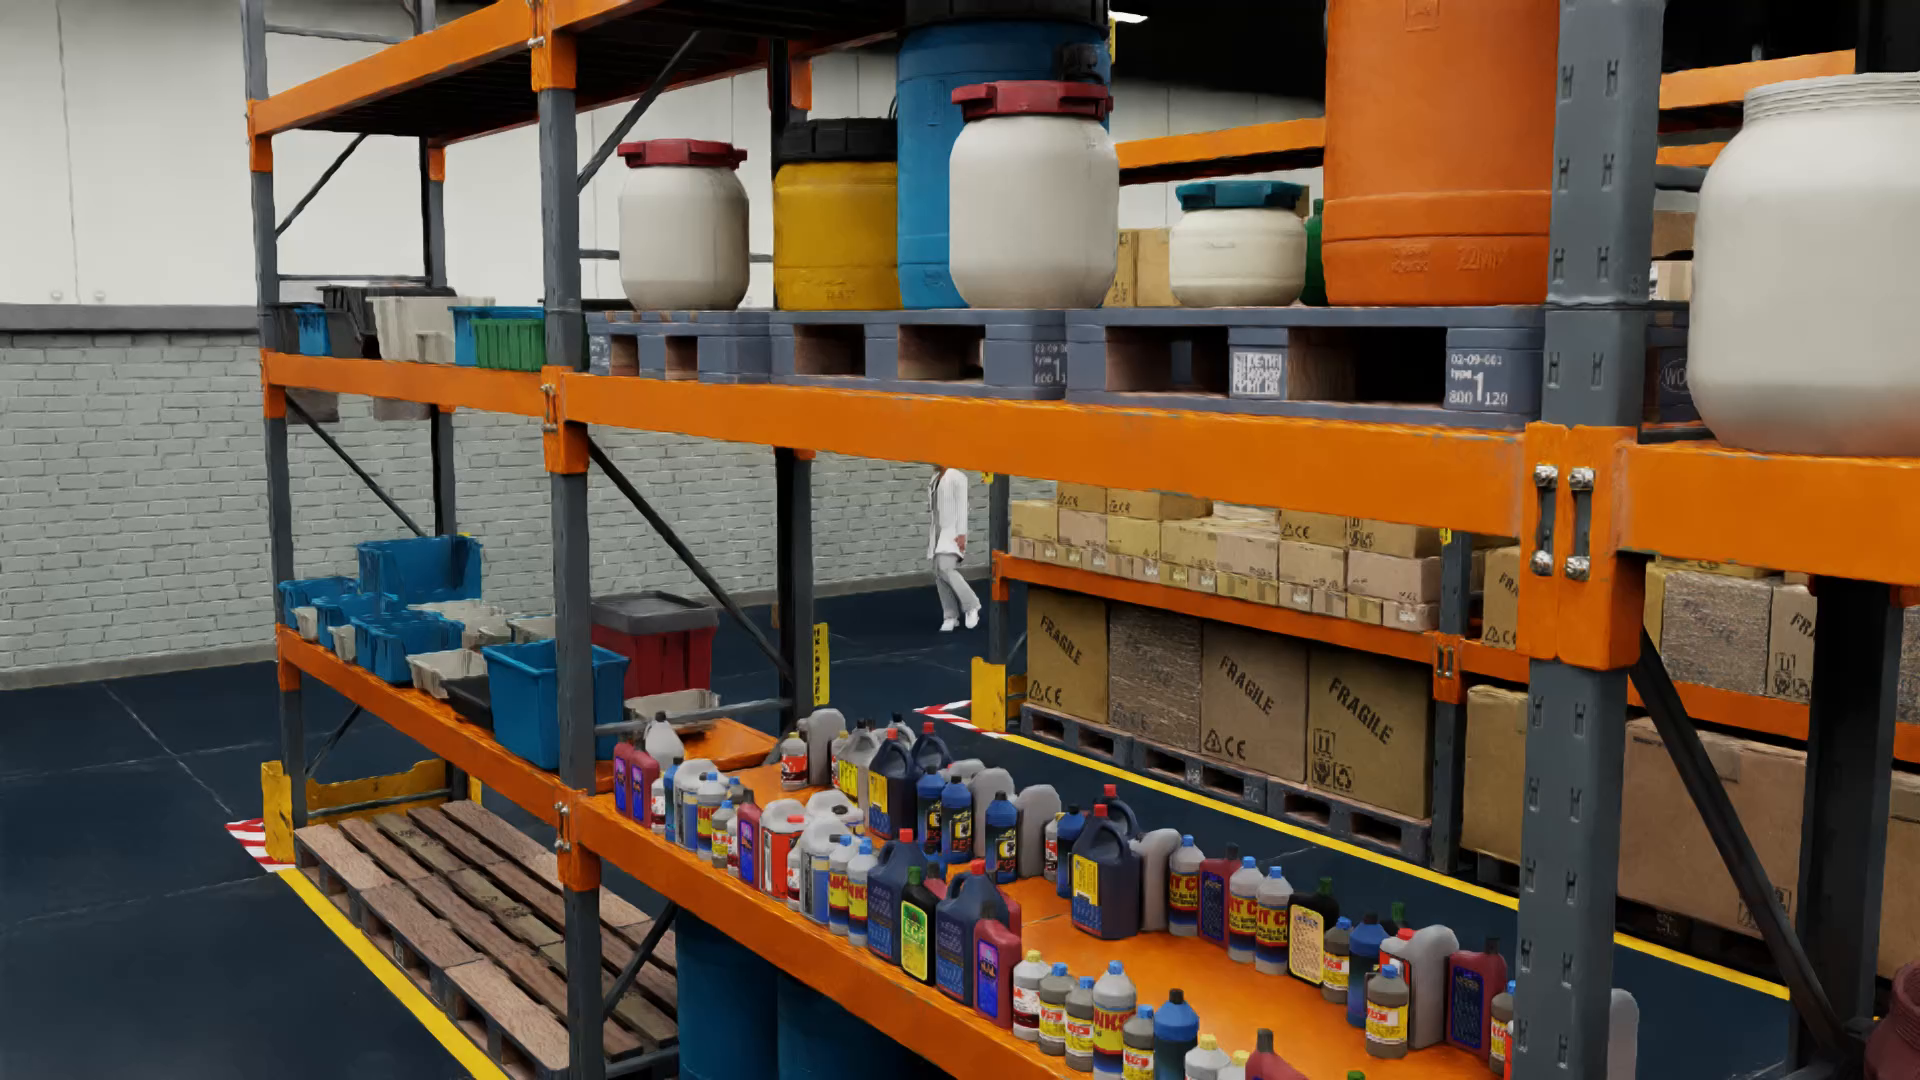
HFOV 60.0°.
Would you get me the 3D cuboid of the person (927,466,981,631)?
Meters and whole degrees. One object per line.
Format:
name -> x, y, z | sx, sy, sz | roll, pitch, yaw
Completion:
person -> -0.109, -0.027, 16.116 | 0.477, 1.769, 0.718 | -6, 10, -40
